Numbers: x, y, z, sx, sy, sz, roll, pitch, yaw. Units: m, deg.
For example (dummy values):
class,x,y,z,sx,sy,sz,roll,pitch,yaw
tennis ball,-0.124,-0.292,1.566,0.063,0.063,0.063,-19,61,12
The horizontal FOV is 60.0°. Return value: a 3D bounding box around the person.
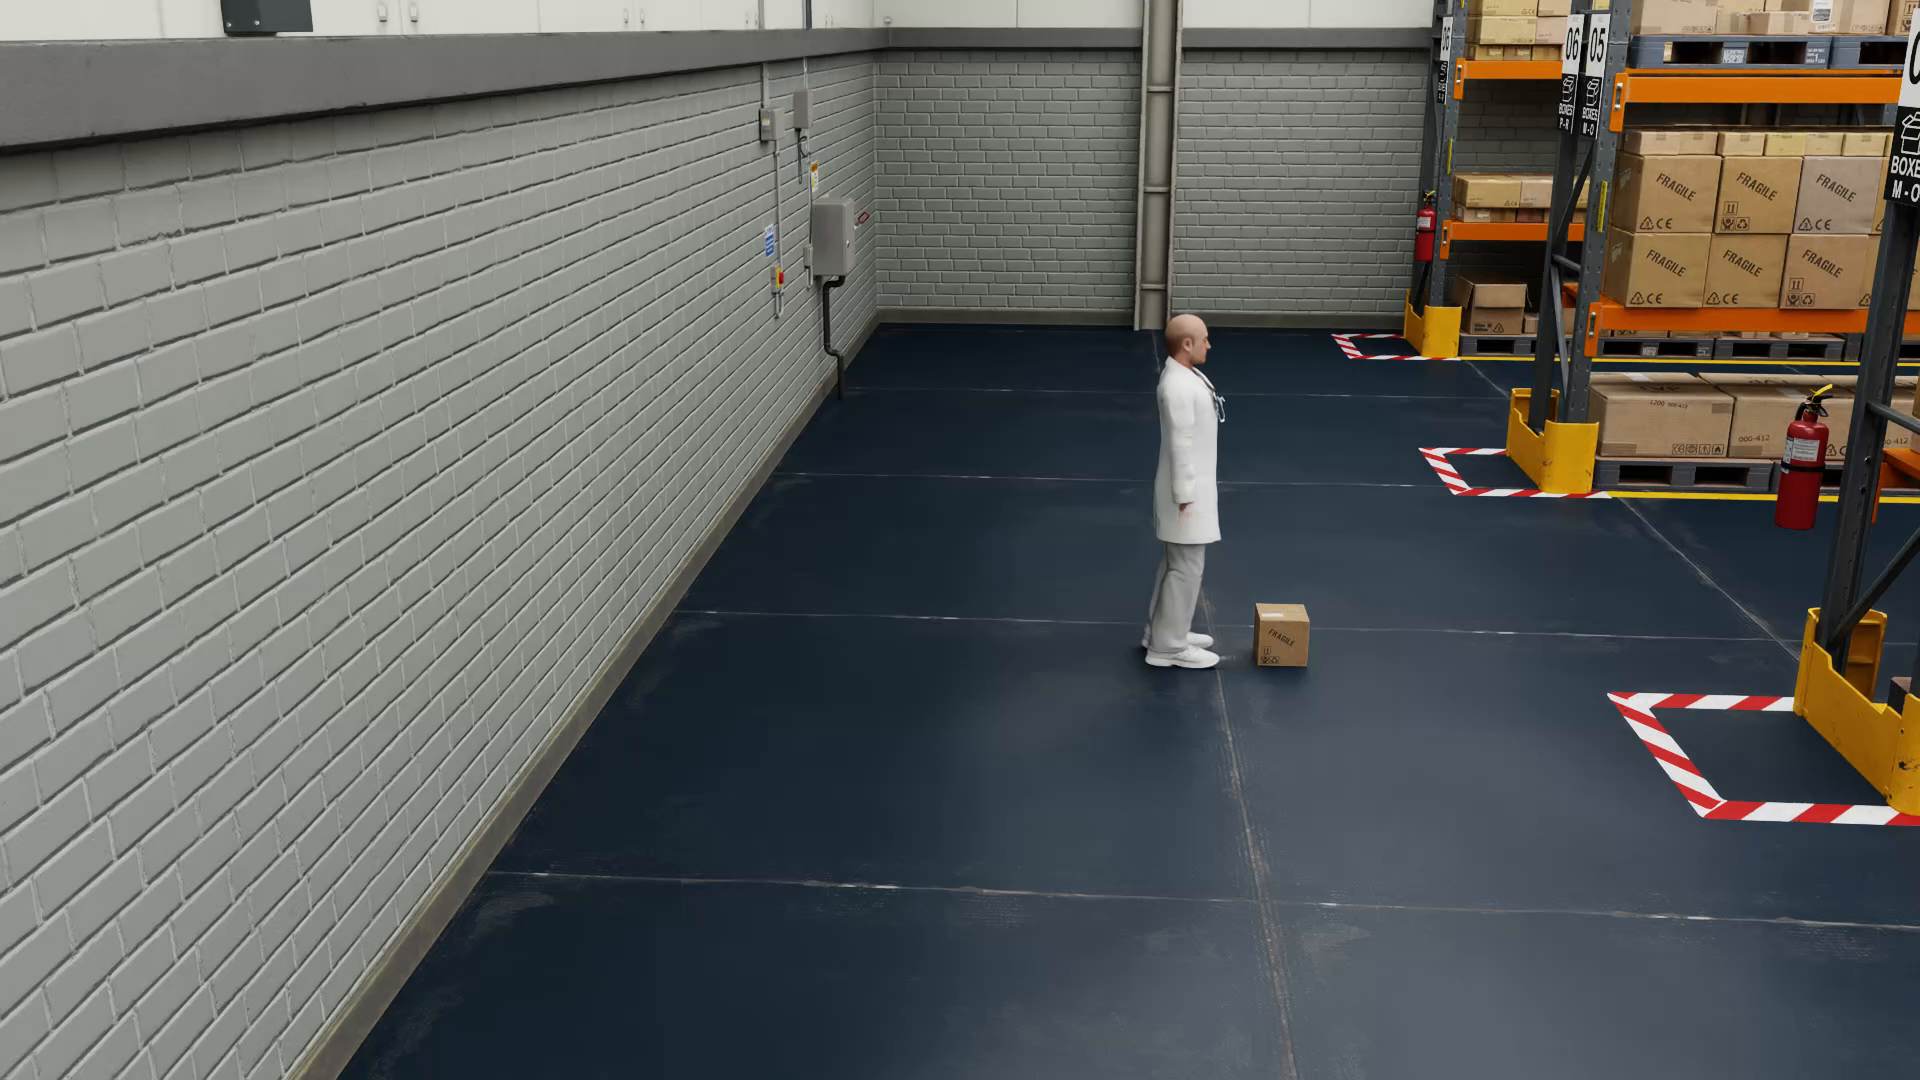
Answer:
class,x,y,z,sx,sy,sz,roll,pitch,yaw
person,1.146,-0.250,8.396,0.377,1.774,0.562,2,17,5
